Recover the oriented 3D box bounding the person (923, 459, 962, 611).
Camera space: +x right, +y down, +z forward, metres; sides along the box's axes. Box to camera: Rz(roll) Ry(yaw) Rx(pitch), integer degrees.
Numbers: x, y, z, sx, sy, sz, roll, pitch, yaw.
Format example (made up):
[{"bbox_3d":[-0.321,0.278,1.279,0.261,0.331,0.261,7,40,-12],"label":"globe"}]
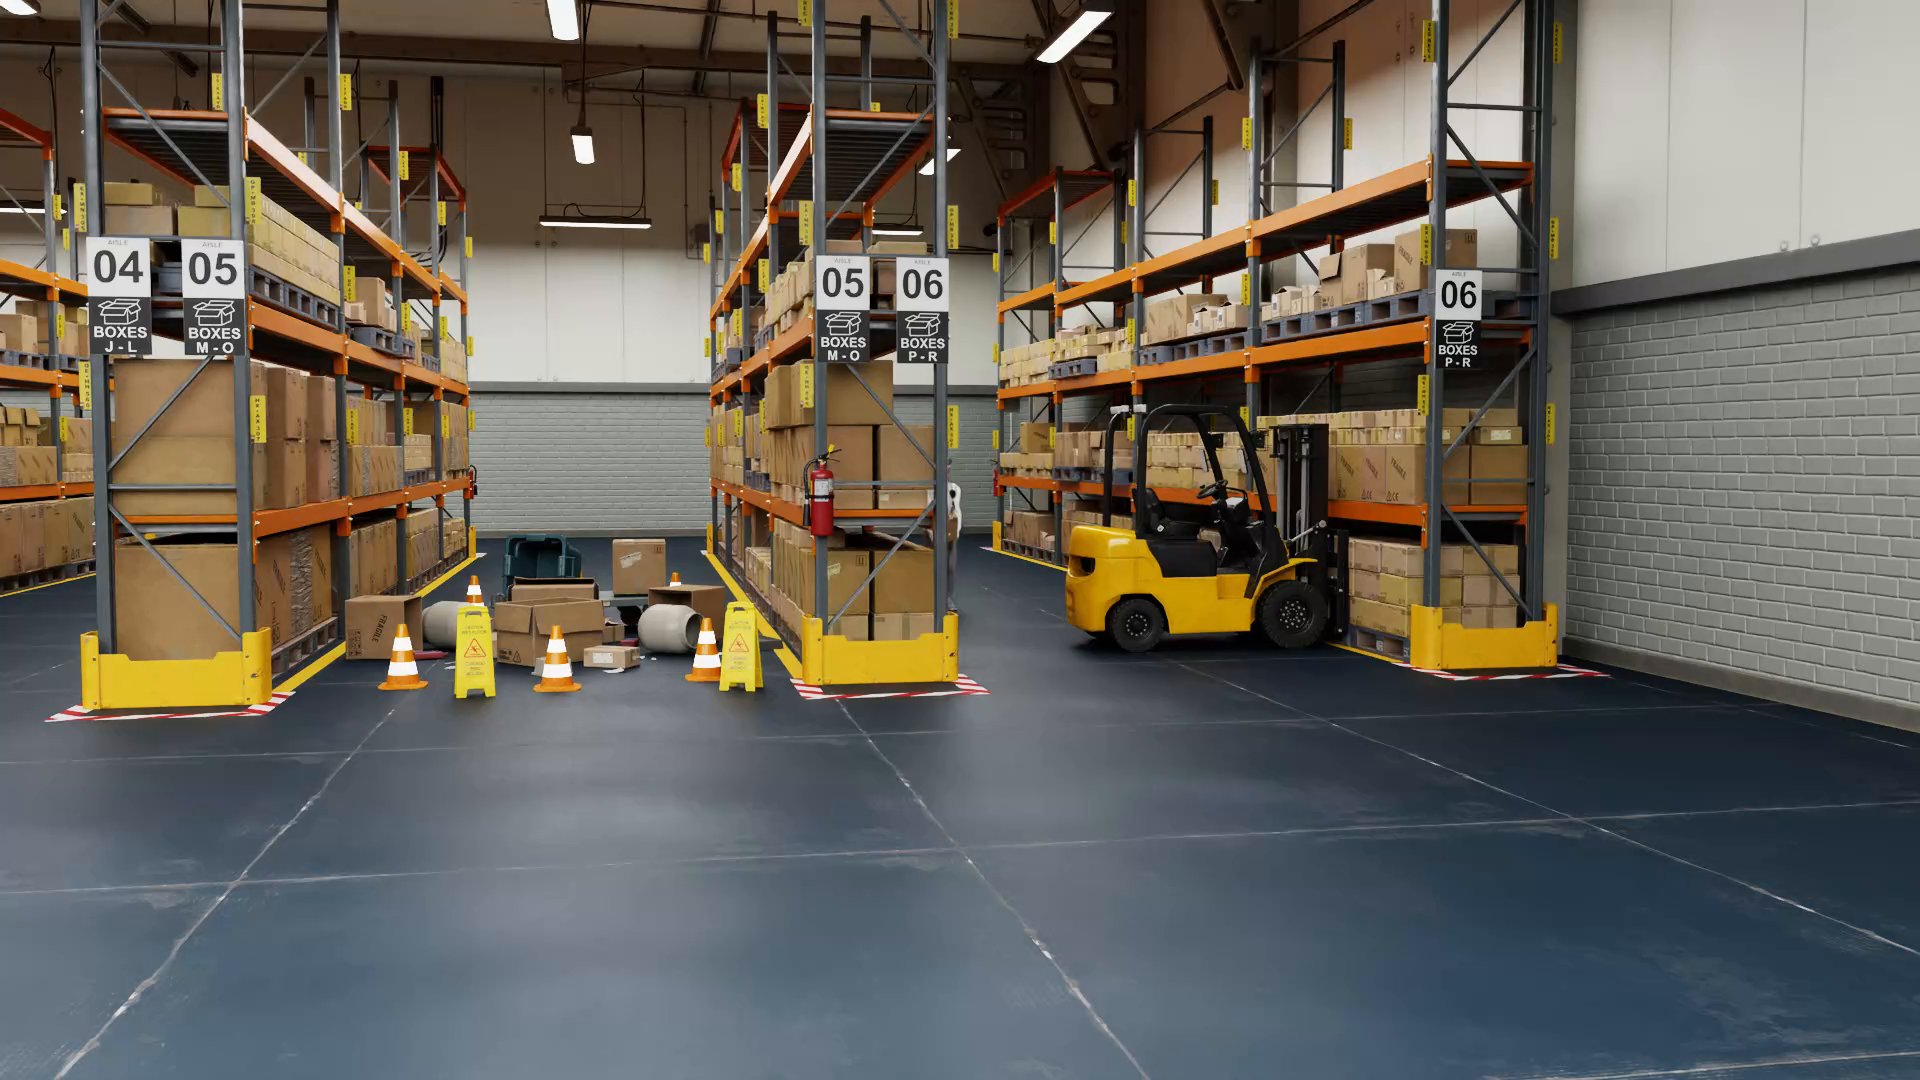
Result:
[{"bbox_3d":[-0.192,-0.059,18.202,0.416,1.674,0.535,-1,3,-11],"label":"person"}]
